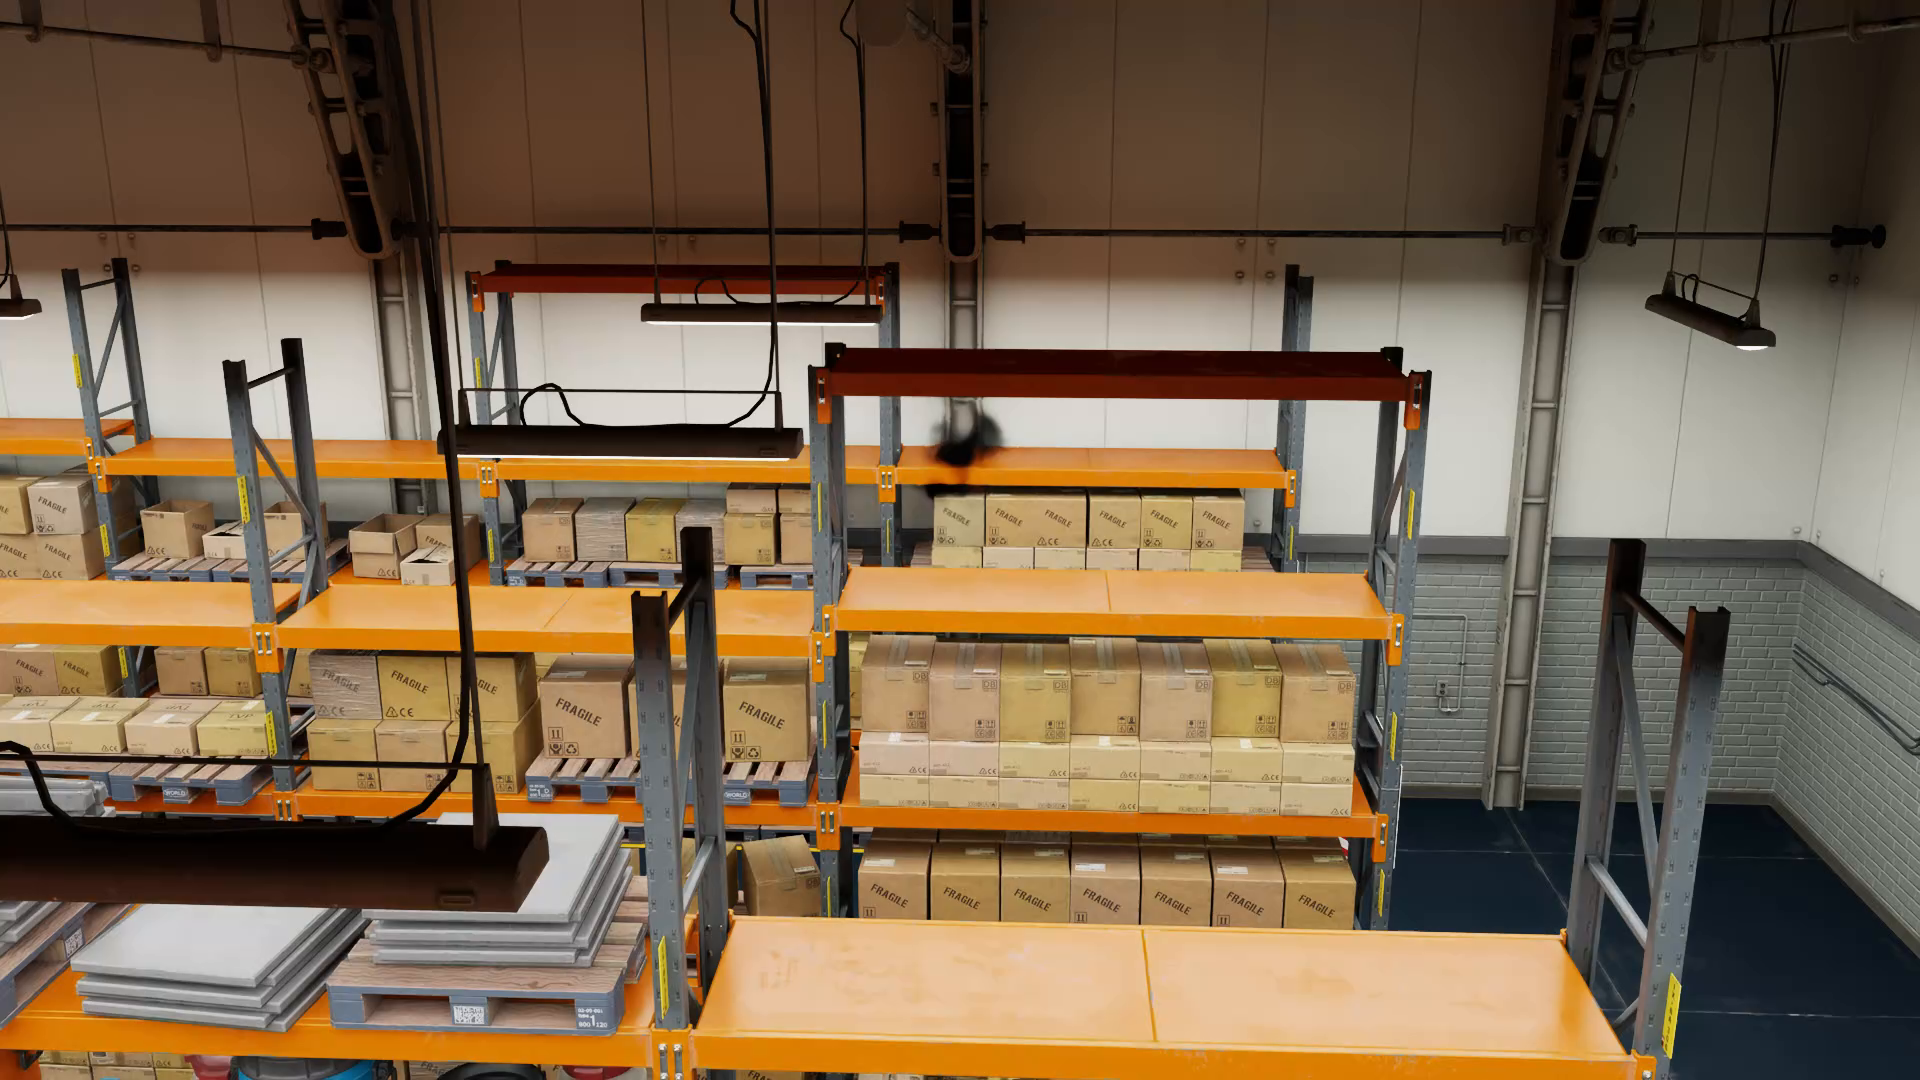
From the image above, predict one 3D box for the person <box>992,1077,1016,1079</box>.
[{"bbox_3d":[0.327,4.249,10.920,0.913,1.650,0.578,-1,16,-5],"label":"person"}]
